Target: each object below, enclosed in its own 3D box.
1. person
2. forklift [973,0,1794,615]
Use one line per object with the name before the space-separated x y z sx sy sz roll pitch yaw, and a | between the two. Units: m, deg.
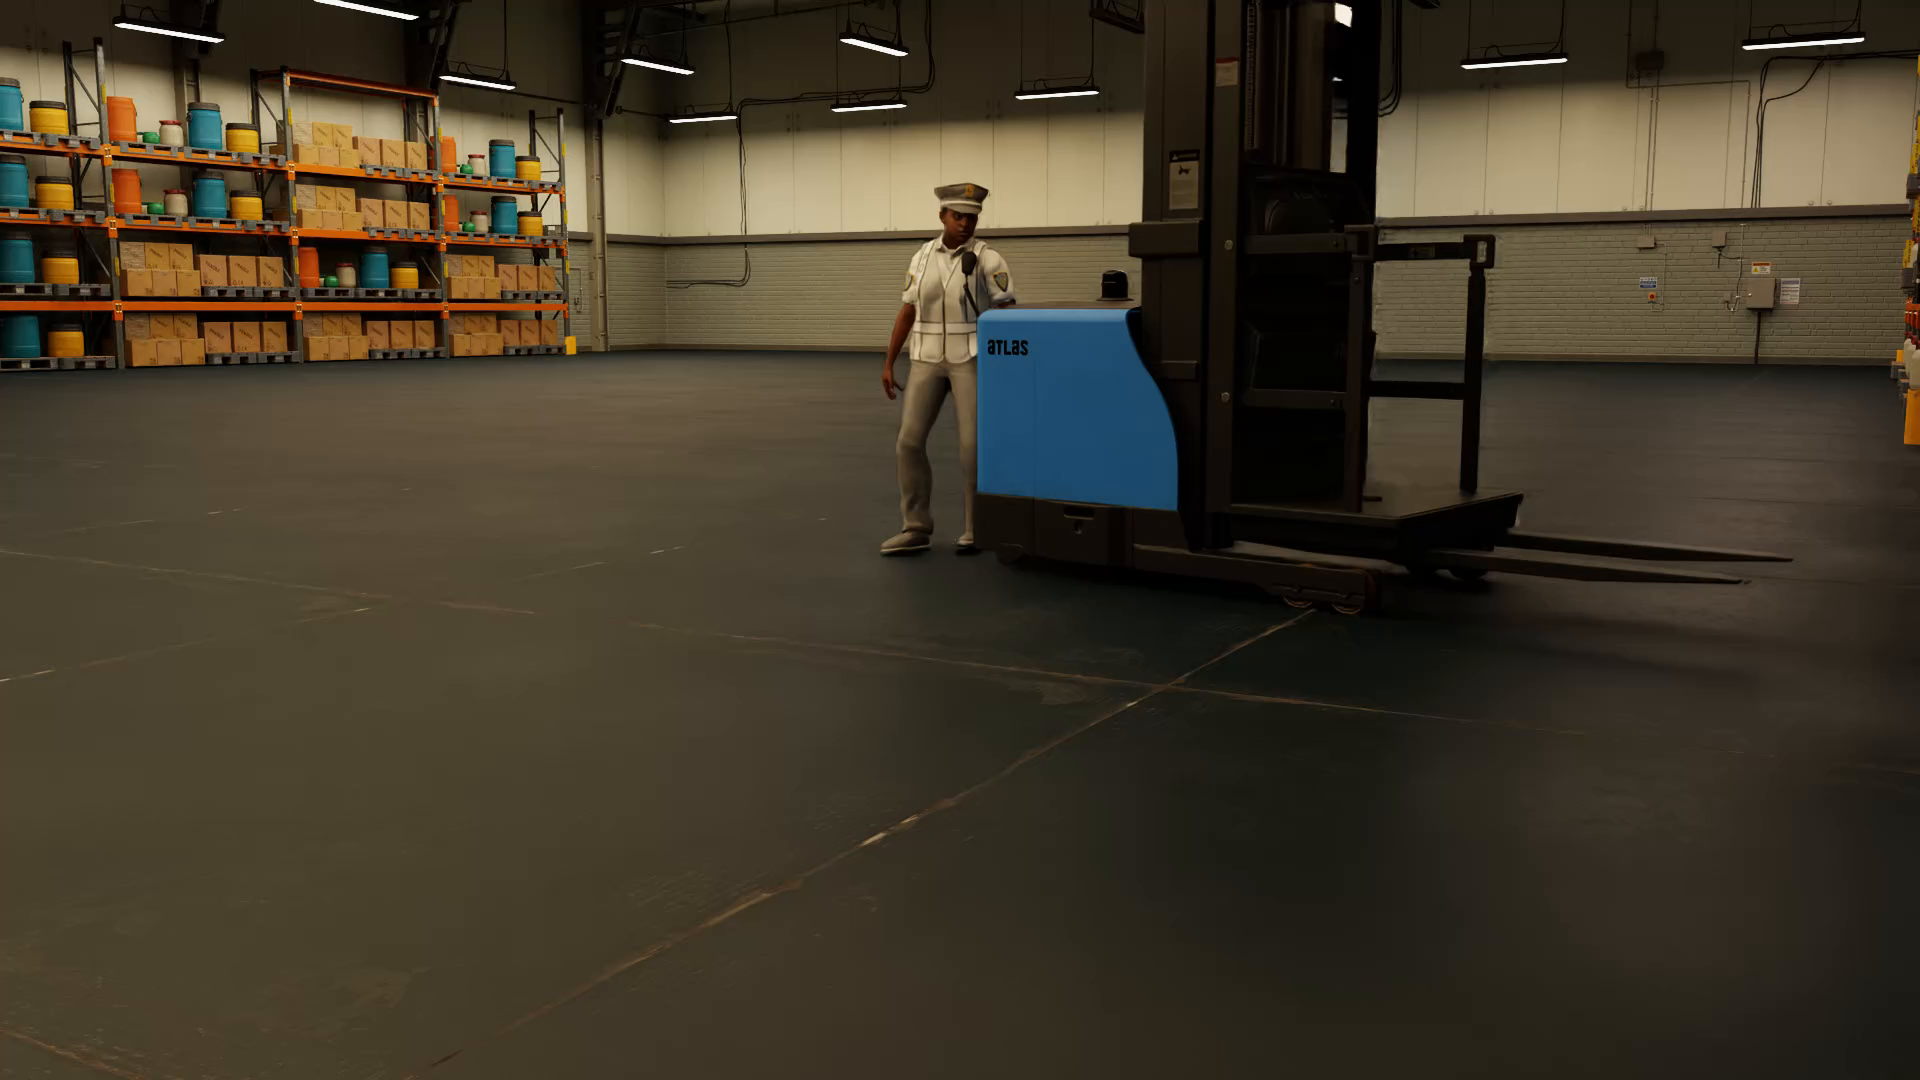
person | -0.064 -0.756 7.365 0.675 1.615 0.575 2 8 15
forklift | 1.505 -1.268 6.279 3.031 2.935 1.130 7 10 40
